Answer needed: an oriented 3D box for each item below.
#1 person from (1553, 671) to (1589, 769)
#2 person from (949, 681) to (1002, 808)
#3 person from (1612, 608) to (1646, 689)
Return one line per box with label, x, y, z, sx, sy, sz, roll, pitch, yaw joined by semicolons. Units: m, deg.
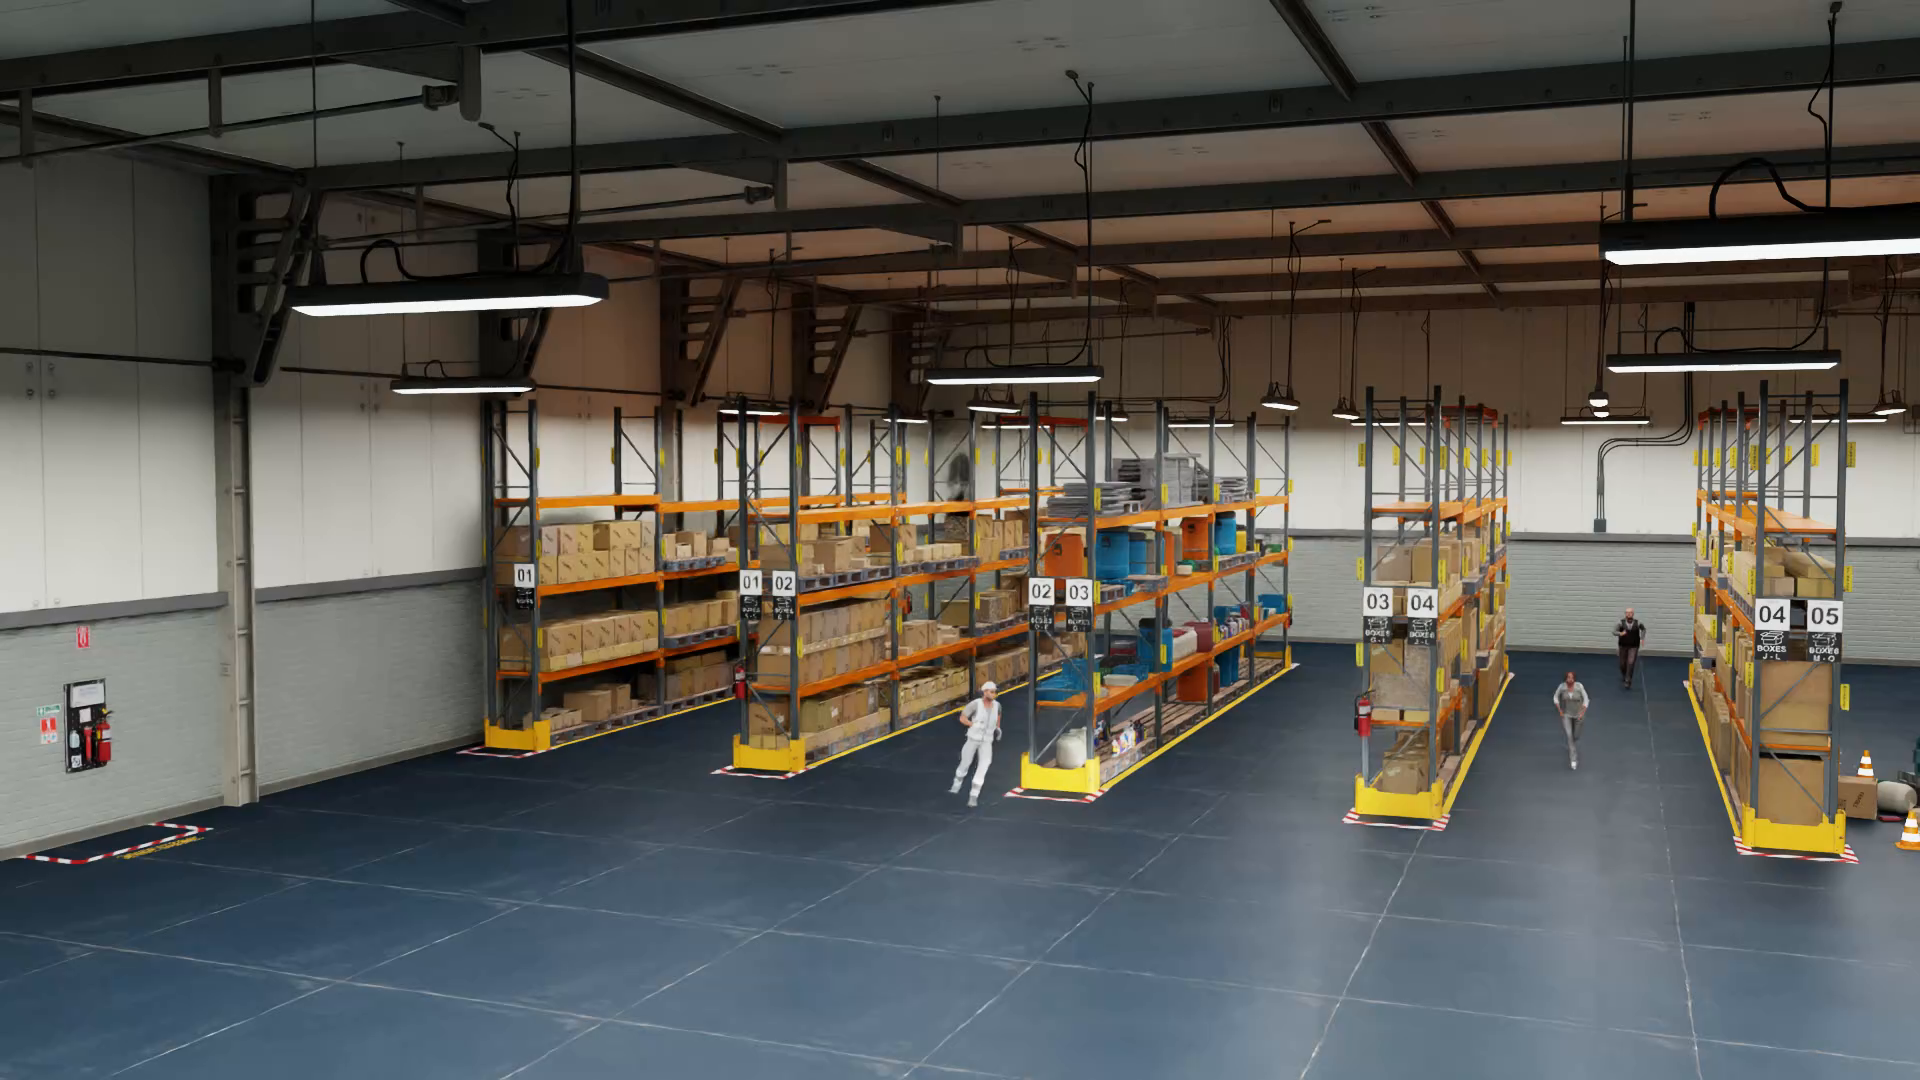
person;9.978;2.907;27.184;0.539;1.569;0.876;1;3;14
person;0.286;2.936;24.259;0.762;1.753;0.959;-1;3;-15
person;14.535;2.332;36.152;0.672;1.703;0.972;1;3;25
